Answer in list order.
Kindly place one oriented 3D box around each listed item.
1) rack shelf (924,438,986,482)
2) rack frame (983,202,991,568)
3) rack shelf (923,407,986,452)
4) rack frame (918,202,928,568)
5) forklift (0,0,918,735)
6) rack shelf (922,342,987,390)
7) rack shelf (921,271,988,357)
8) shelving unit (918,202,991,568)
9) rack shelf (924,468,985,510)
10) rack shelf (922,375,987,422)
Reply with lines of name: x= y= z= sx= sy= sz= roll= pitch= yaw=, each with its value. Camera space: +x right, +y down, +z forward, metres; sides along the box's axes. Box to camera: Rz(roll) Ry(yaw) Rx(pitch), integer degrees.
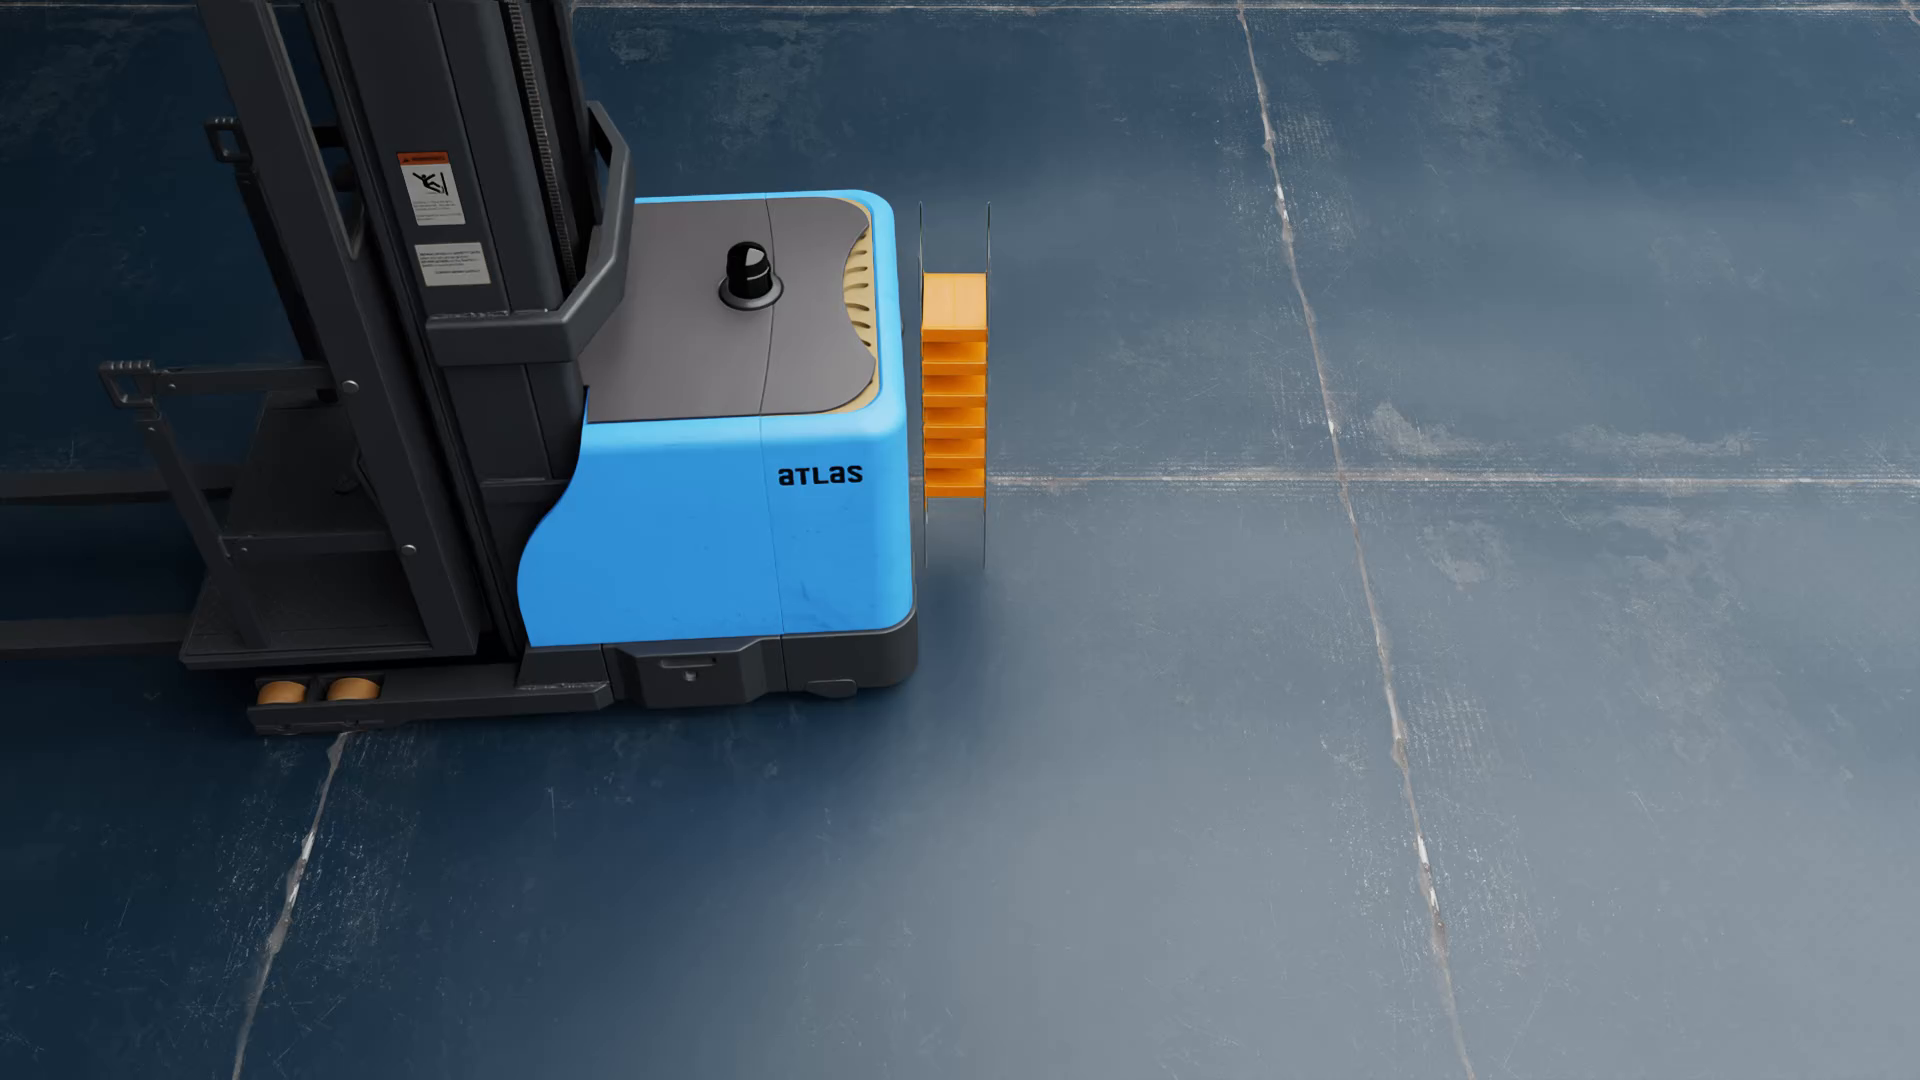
rack shelf: x=-0.014 y=-0.297 z=4.931 sx=0.180 sy=0.103 sz=0.258 roll=0 pitch=47 yaw=0
rack frame: x=0.077 y=-0.409 z=4.811 sx=0.006 sy=1.200 sz=0.240 roll=0 pitch=47 yaw=0
rack shelf: x=-0.014 y=-0.379 z=4.843 sx=0.180 sy=0.103 sz=0.258 roll=0 pitch=47 yaw=0
rack frame: x=-0.106 y=-0.409 z=4.811 sx=0.006 sy=1.200 sz=0.240 roll=0 pitch=47 yaw=0
forklift: x=-1.660 y=-0.846 z=4.035 sx=3.031 sy=2.935 sz=1.130 roll=-3 pitch=47 yaw=-3
rack shelf: x=-0.014 y=-0.542 z=4.668 sx=0.180 sy=0.103 sz=0.258 roll=0 pitch=47 yaw=0
rack shelf: x=-0.014 y=-0.624 z=4.580 sx=0.180 sy=0.103 sz=0.258 roll=0 pitch=47 yaw=0
shelving unit: x=-0.014 y=-0.409 z=4.811 sx=0.189 sy=1.200 sz=0.258 roll=0 pitch=47 yaw=0
rack shelf: x=-0.014 y=-0.215 z=5.019 sx=0.180 sy=0.103 sz=0.258 roll=0 pitch=47 yaw=0
rack shelf: x=-0.014 y=-0.460 z=4.756 sx=0.180 sy=0.103 sz=0.258 roll=0 pitch=47 yaw=0
